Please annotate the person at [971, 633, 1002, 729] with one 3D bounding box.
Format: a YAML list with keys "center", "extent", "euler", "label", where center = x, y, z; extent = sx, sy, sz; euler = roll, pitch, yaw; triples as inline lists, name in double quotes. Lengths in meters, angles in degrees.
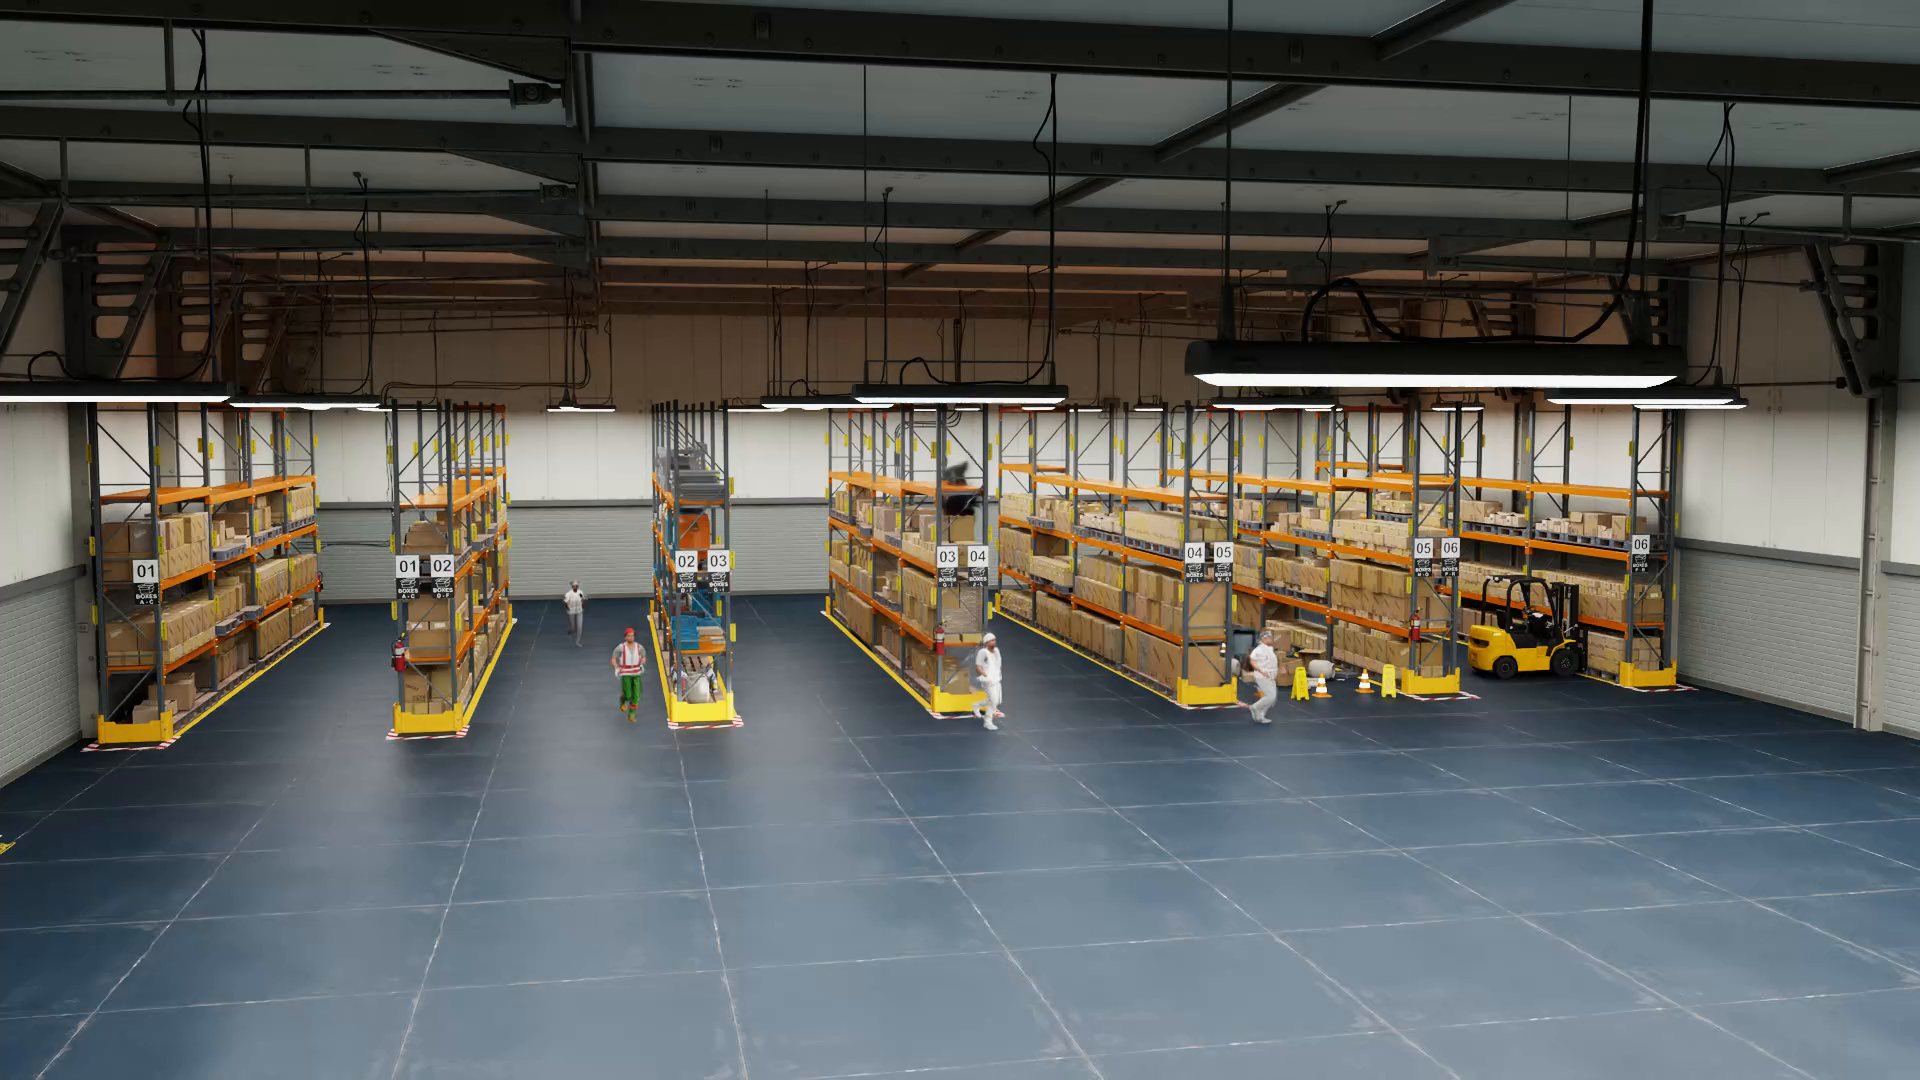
- center: [0.487, 2.567, 30.439]
  extent: [0.666, 1.756, 0.706]
  euler: [3, 5, 32]
  label: "person"

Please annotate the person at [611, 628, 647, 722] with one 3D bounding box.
- center: [-6.166, 2.517, 31.103]
  extent: [0.657, 1.743, 0.605]
  euler: [-2, 5, -27]
  label: "person"

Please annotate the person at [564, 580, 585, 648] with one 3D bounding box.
- center: [-9.536, 1.801, 41.143]
  extent: [0.565, 1.664, 0.768]
  euler: [-2, 5, -28]
  label: "person"

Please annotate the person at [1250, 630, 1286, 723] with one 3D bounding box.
- center: [5.700, 2.528, 30.786]
  extent: [0.587, 1.735, 0.636]
  euler: [3, 5, 35]
  label: "person"
